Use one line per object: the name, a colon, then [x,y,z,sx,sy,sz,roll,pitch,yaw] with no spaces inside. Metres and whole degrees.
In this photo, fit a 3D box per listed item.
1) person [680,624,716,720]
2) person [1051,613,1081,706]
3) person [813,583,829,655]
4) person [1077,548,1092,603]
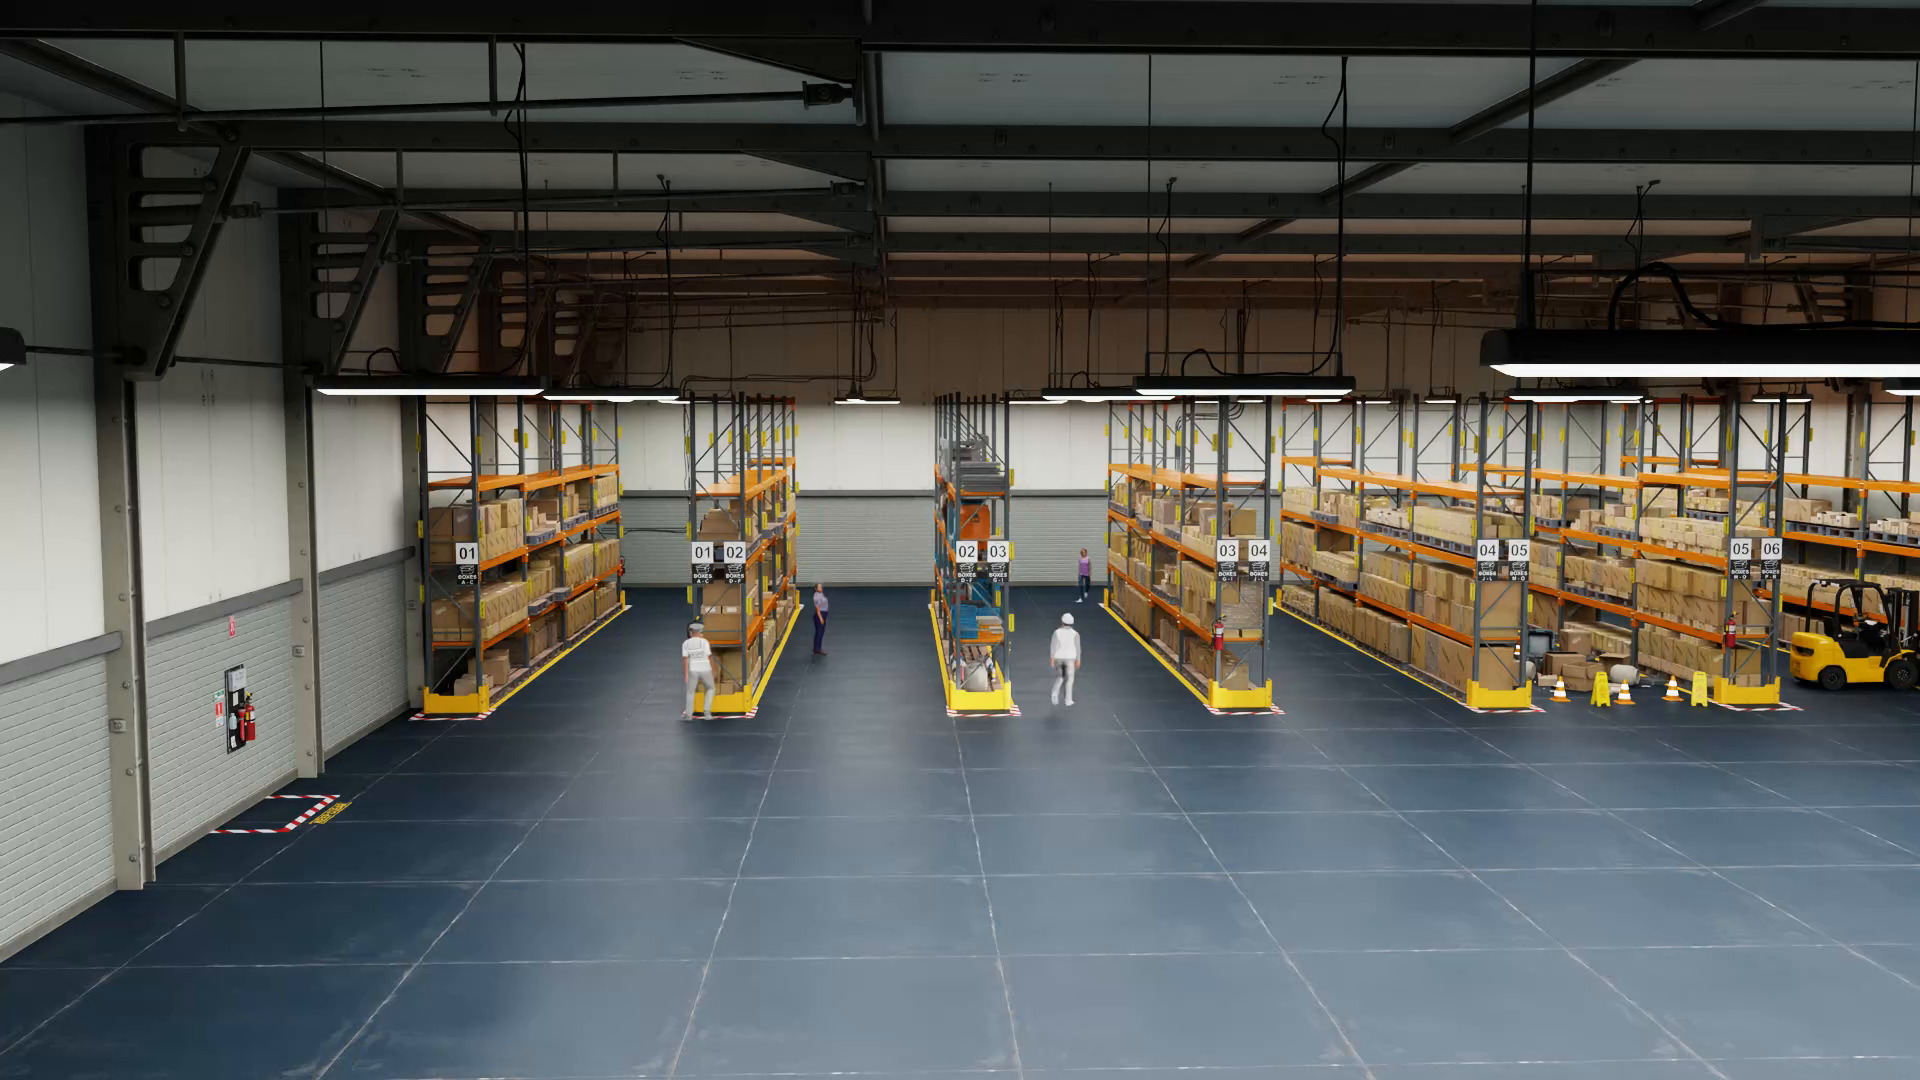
person: [-4.788,2.409,30.252,0.665,1.759,0.447,0,5,3]
person: [2.013,2.283,31.786,0.528,1.766,0.499,3,5,30]
person: [-3.216,1.819,38.392,0.380,1.655,0.529,0,5,-1]
person: [3.644,1.024,48.817,0.438,1.577,0.735,0,5,3]
